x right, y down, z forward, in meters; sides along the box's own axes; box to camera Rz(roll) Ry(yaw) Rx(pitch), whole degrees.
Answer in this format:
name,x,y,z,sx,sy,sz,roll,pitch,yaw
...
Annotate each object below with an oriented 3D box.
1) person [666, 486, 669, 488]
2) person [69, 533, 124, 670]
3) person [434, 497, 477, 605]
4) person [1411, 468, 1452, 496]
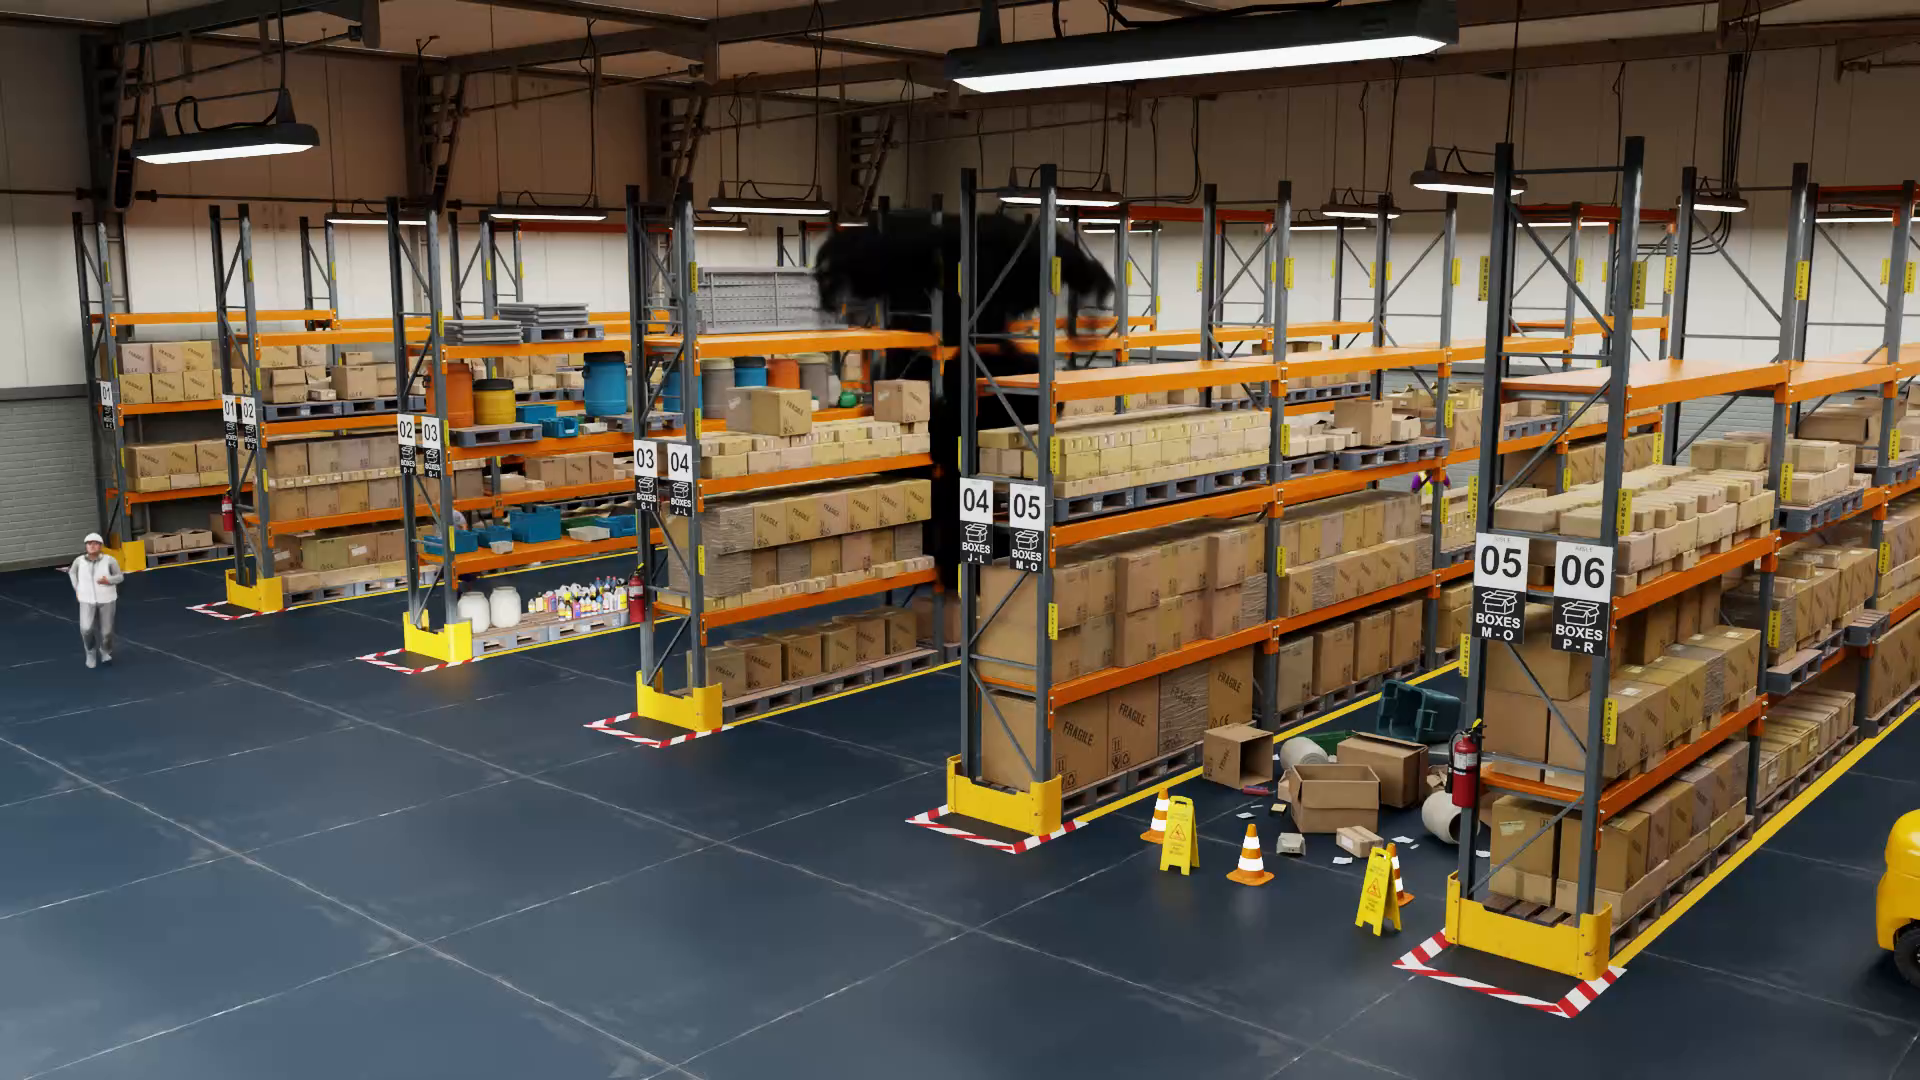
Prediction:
name,x,y,z,sx,sy,sz,roll,pitch,yaw
person,-6.104,-1.374,34.858,0.560,1.558,0.605,8,13,41
person,-11.052,0.777,21.322,0.646,1.752,0.721,-4,10,-22
person,-7.318,0.130,23.949,0.578,1.633,0.623,-8,12,-40
person,8.557,-0.668,30.177,0.745,1.690,0.540,2,10,11
